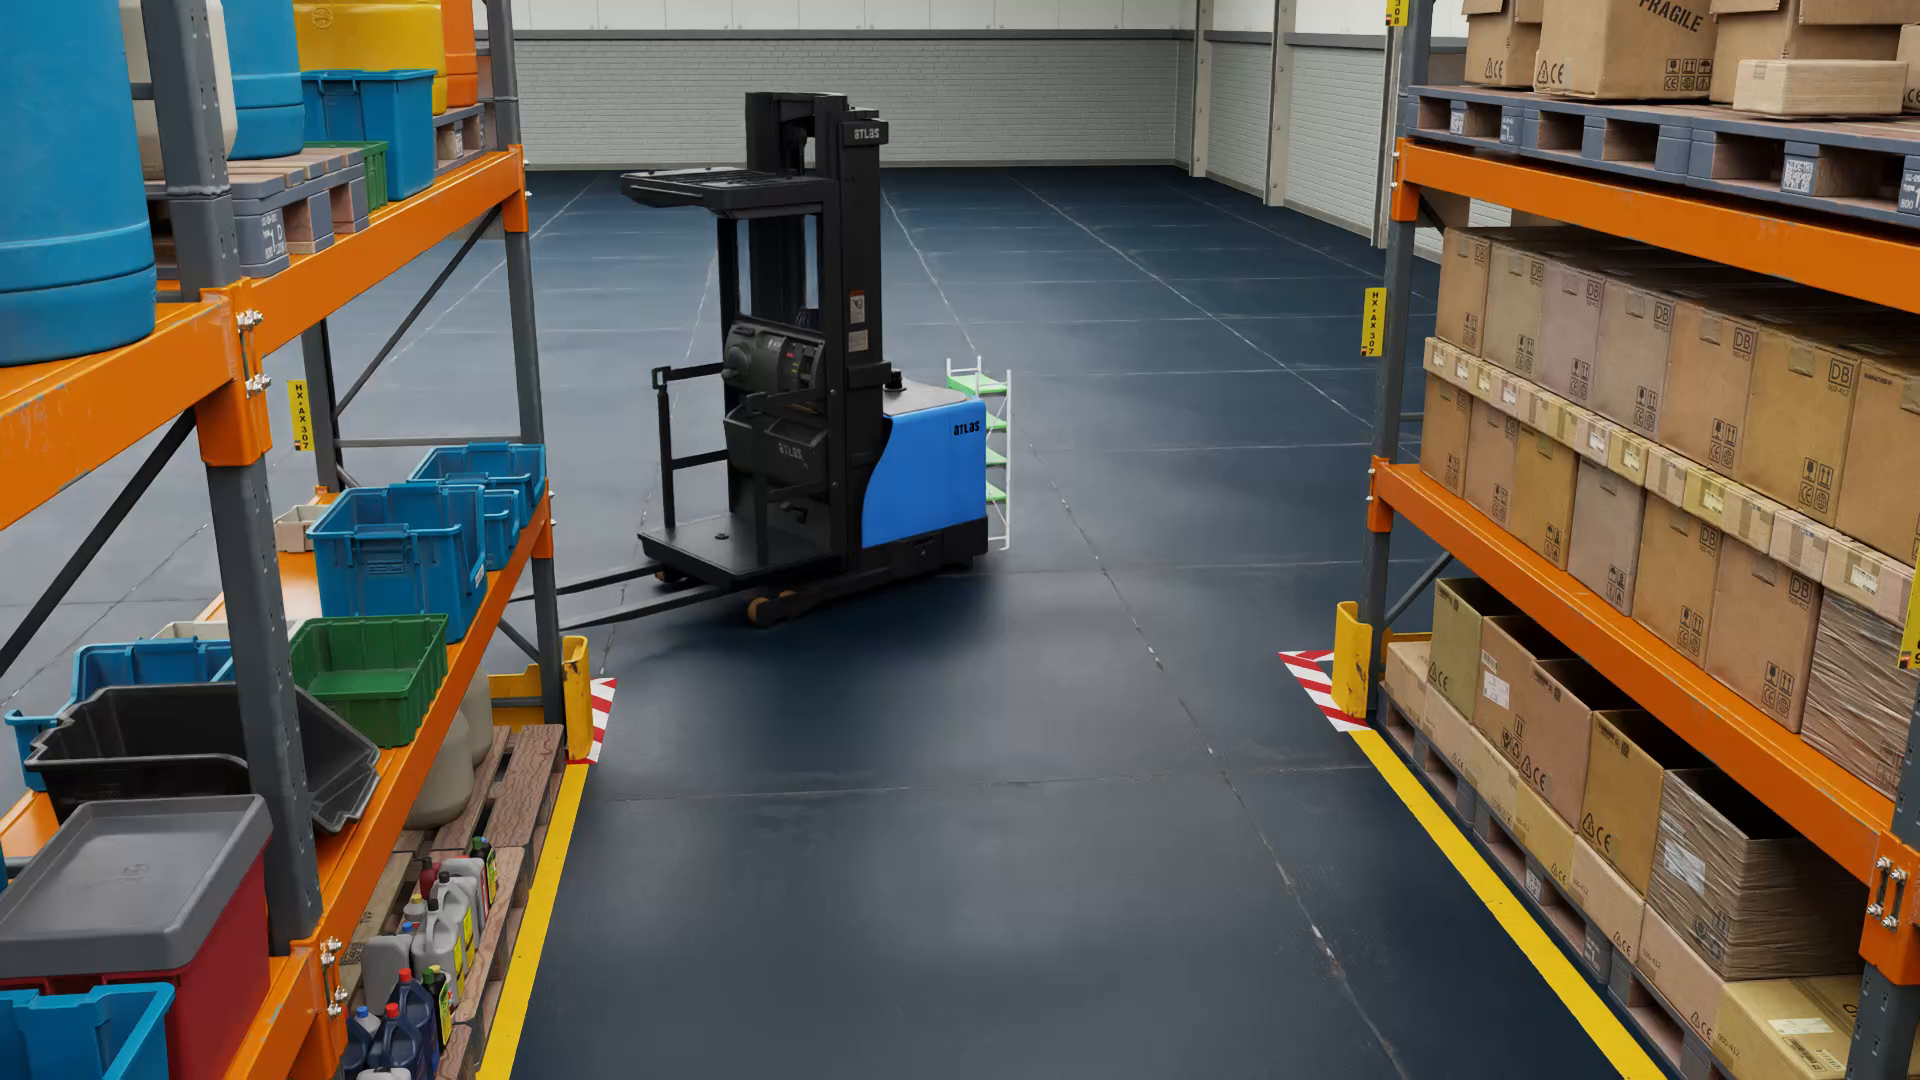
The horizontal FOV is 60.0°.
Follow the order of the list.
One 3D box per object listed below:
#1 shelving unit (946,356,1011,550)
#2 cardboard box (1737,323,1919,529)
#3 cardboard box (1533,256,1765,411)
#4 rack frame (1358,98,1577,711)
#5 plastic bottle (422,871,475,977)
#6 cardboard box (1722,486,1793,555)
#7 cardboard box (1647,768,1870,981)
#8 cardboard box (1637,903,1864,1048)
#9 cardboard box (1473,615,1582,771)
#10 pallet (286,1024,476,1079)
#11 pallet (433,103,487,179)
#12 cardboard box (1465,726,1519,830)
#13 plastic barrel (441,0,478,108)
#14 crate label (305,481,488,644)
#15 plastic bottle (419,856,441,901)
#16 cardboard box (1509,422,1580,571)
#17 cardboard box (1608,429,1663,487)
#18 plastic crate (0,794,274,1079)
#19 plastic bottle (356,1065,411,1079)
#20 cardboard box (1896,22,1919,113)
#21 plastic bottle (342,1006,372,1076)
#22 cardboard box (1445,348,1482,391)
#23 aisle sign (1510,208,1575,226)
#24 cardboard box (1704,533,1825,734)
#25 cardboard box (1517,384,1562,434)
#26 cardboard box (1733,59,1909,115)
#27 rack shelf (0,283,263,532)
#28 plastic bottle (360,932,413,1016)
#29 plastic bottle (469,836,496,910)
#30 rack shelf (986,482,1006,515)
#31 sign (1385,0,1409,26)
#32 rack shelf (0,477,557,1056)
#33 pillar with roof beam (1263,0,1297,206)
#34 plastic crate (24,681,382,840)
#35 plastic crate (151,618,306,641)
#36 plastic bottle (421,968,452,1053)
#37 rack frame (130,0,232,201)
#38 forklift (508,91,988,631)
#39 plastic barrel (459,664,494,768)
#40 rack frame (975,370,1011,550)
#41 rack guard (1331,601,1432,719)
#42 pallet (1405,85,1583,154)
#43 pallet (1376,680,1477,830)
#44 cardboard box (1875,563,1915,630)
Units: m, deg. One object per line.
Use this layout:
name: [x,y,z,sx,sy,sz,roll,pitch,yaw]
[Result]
shelving unit: [0.119,-0.570,10.989,0.258,1.200,0.503,-7,19,-21]
cardboard box: [2.820,-0.354,4.965,0.700,0.500,0.500,-2,18,-6]
cardboard box: [2.666,-0.802,6.390,0.700,0.500,0.500,-2,18,-5]
rack frame: [2.513,-0.597,8.070,1.000,3.000,0.127,-2,18,-6]
plastic bottle: [-1.755,1.309,5.687,0.144,0.351,0.185,-1,17,-3]
cardboard box: [2.603,-0.067,5.131,0.380,0.149,0.250,-2,18,-6]
cardboard box: [2.620,1.068,5.405,0.500,0.500,0.500,-2,18,-6]
cardboard box: [2.619,1.426,5.517,0.500,0.250,0.500,-2,18,-6]
cardboard box: [2.465,0.621,6.829,0.500,0.500,0.500,-2,18,-6]
pallet: [-2.029,1.876,4.849,1.003,0.211,1.213,-2,18,-6]
pallet: [-2.426,-1.536,6.371,1.003,0.211,1.213,-2,18,-6]
cardboard box: [2.454,0.979,6.940,0.500,0.250,0.500,-2,18,-6]
plastic barrel: [-2.238,-2.140,6.561,0.600,0.830,0.708,-2,18,-6]
crate label: [-1.955,0.078,5.861,0.502,0.435,0.616,-2,18,-6]
plastic bottle: [-1.896,1.254,5.975,0.061,0.283,0.133,-2,18,-6]
cardboard box: [2.653,-0.201,6.641,0.700,0.500,0.500,-2,18,-5]
cardboard box: [2.525,-0.294,5.856,0.380,0.149,0.250,-1,17,-4]
plastic crate: [-1.647,0.851,3.351,0.402,0.464,0.583,-2,18,-6]
plastic bottle: [-1.659,1.632,4.782,0.152,0.276,0.135,-1,17,-4]
cardboard box: [3.080,-1.380,4.771,0.500,0.311,0.500,-3,18,-9]
plastic bottle: [-1.816,1.552,4.914,0.144,0.351,0.185,-2,18,-6]
cardboard box: [2.369,-0.752,7.314,0.380,0.149,0.250,-2,18,-7]
aisle sign: [2.798,-1.866,7.772,0.394,0.787,0.004,-2,18,-6]
cardboard box: [2.813,0.258,5.180,0.700,0.500,0.500,-2,18,-6]
cardboard box: [2.447,-0.523,6.585,0.380,0.149,0.250,-2,18,-7]
cardboard box: [2.529,-1.334,4.897,0.380,0.149,0.250,-2,18,-6]
rack shelf: [-1.795,0.255,1.551,1.077,0.370,4.000,-2,18,-6]
plastic bottle: [-1.880,1.412,5.483,0.152,0.276,0.135,-2,18,-6]
plastic bottle: [-1.759,1.209,6.118,0.061,0.283,0.133,-1,17,-4]
rack shelf: [0.119,-0.280,11.080,0.258,0.148,0.480,-7,19,-21]
sign: [1.960,-2.467,7.429,0.100,0.325,0.005,-2,18,-6]
rack shelf: [-2.208,0.494,5.796,1.077,0.370,4.000,-2,18,-6]
pillar with roof beam: [1.615,-10.449,29.436,9.100,9.000,0.400,-2,18,-6]
plastic crate: [-1.929,0.617,4.309,0.767,0.338,0.504,-2,18,-6]
plastic crate: [-2.421,0.397,5.346,0.530,0.136,0.437,-2,18,-6]
plastic bottle: [-1.667,1.473,5.278,0.061,0.283,0.133,-1,17,-3]
rack frame: [-2.002,-2.115,2.892,1.000,3.000,0.127,-2,18,-6]
forklift: [-1.258,-1.076,9.711,3.031,2.935,1.130,-15,23,-39]
plastic barrel: [-2.270,0.735,7.279,0.421,0.512,0.421,0,17,0]
rack frame: [0.211,-0.502,10.773,0.240,1.200,0.015,-7,19,-21]
rack guard: [2.511,0.589,8.467,1.175,0.500,0.348,-2,18,-6]
pallet: [2.560,-1.774,6.961,1.003,0.211,1.213,-2,18,-6]
pallet: [2.634,0.960,7.766,1.003,0.211,1.213,-2,18,-6]
cardboard box: [2.685,0.163,4.399,0.380,0.149,0.250,-2,18,-6]
